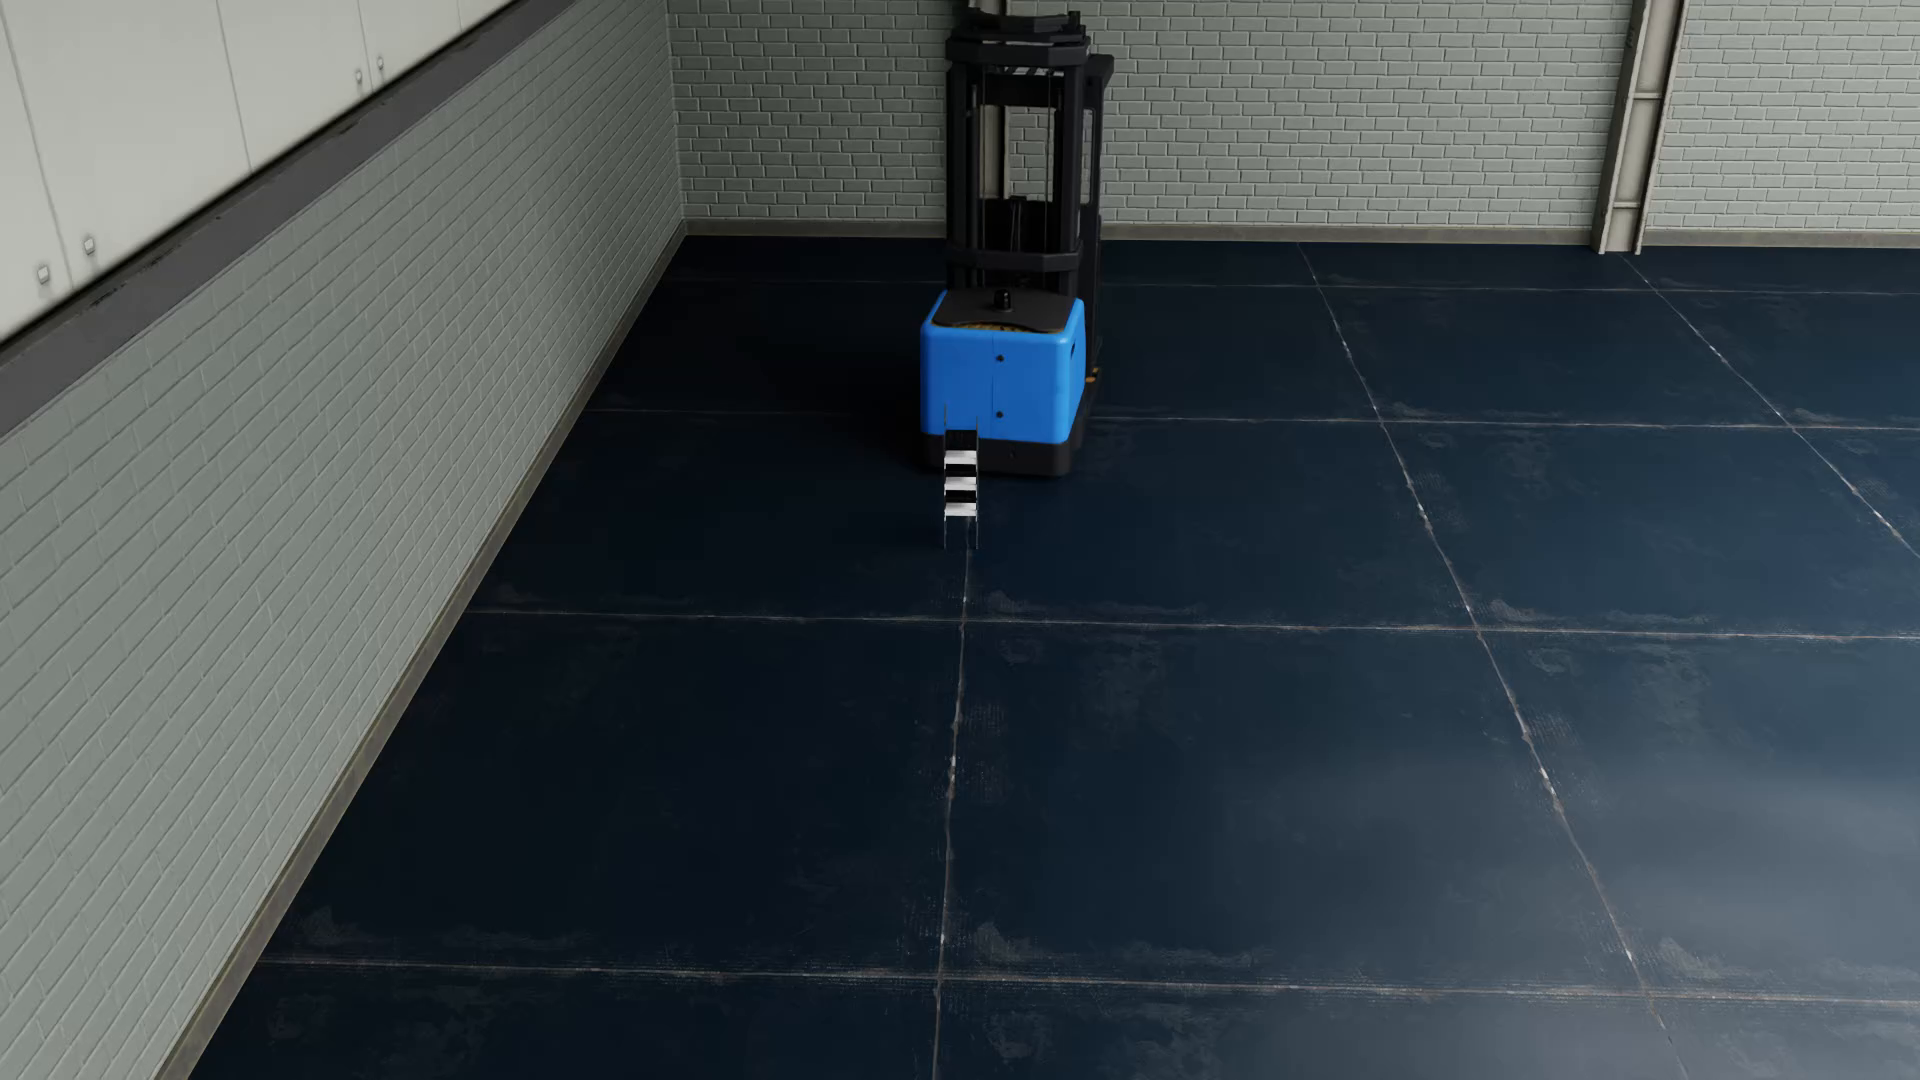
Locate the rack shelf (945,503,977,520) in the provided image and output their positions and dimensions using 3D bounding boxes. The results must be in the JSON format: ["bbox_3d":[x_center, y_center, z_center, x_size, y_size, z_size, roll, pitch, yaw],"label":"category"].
[{"bbox_3d":[0.008,-0.209,10.564,0.200,0.077,0.258,1,28,2],"label":"rack shelf"}]

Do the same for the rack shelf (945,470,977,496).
[{"bbox_3d":[0.008,-0.368,10.480,0.200,0.077,0.258,1,28,2],"label":"rack shelf"}]

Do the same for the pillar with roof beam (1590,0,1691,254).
[{"bbox_3d":[6.119,-4.749,10.027,0.400,9.000,9.100,1,28,2],"label":"pillar with roof beam"}]

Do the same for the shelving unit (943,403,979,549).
[{"bbox_3d":[0.008,-0.397,10.464,0.210,0.900,0.258,1,28,2],"label":"shelving unit"}]

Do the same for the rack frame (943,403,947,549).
[{"bbox_3d":[-0.093,-0.399,10.468,0.006,0.900,0.240,1,28,2],"label":"rack frame"}]

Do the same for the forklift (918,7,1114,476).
[{"bbox_3d":[0.490,-2.398,12.070,1.130,2.935,3.031,5,28,9],"label":"forklift"}]

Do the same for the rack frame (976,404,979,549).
[{"bbox_3d":[0.110,-0.396,10.461,0.006,0.900,0.240,1,28,2],"label":"rack frame"}]

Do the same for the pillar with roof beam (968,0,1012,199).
[{"bbox_3d":[0.122,-4.849,10.214,0.400,9.000,9.100,1,28,2],"label":"pillar with roof beam"}]

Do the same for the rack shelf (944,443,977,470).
[{"bbox_3d":[0.008,-0.527,10.396,0.200,0.077,0.258,1,28,2],"label":"rack shelf"}]

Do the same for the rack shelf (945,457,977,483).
[{"bbox_3d":[0.008,-0.448,10.438,0.200,0.077,0.258,1,28,2],"label":"rack shelf"}]

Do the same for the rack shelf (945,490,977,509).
[{"bbox_3d":[0.008,-0.288,10.522,0.200,0.077,0.258,1,28,2],"label":"rack shelf"}]

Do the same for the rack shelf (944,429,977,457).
[{"bbox_3d":[0.008,-0.607,10.354,0.200,0.077,0.258,1,28,2],"label":"rack shelf"}]
